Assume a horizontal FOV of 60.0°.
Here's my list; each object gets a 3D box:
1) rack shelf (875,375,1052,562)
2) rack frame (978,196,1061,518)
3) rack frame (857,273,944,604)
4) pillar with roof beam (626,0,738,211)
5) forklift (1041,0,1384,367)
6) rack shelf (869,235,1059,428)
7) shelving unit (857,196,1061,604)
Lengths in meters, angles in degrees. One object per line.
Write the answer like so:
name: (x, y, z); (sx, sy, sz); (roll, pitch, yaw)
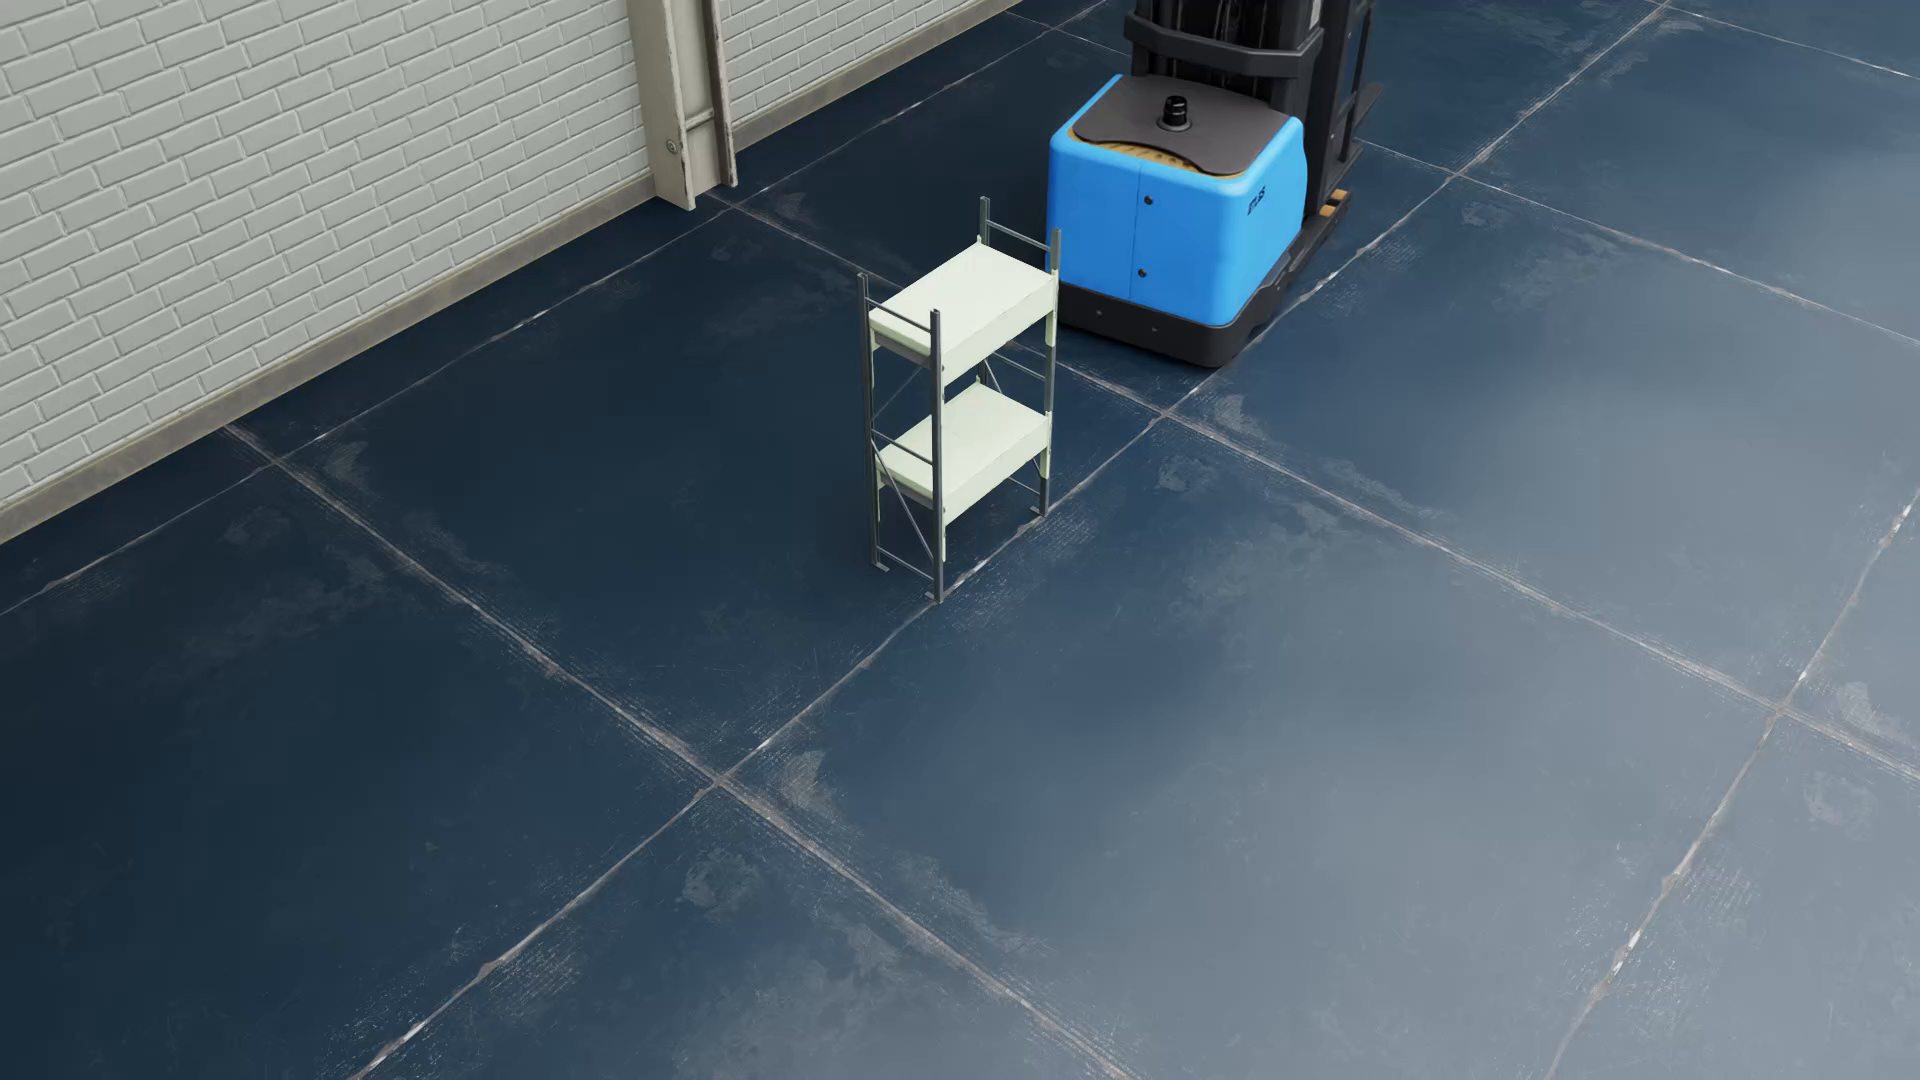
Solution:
rack shelf: (0.004, -0.317, 7.151); (0.431, 0.370, 0.720); (29, 50, 28)
rack frame: (0.240, -0.747, 7.139); (0.400, 1.500, 0.023); (29, 50, 28)
rack frame: (-0.231, -0.370, 6.724); (0.400, 1.500, 0.023); (29, 50, 28)
pillar with roof beam: (1.757, -3.513, 4.607); (9.100, 9.000, 0.400); (29, 50, 28)
forklift: (1.568, -2.927, 8.472); (1.130, 2.935, 3.031); (20, 46, 21)
rack shelf: (0.004, -0.847, 6.669); (0.431, 0.370, 0.720); (29, 50, 28)
shelving unit: (0.004, -0.558, 6.932); (0.431, 1.500, 0.755); (29, 50, 28)
